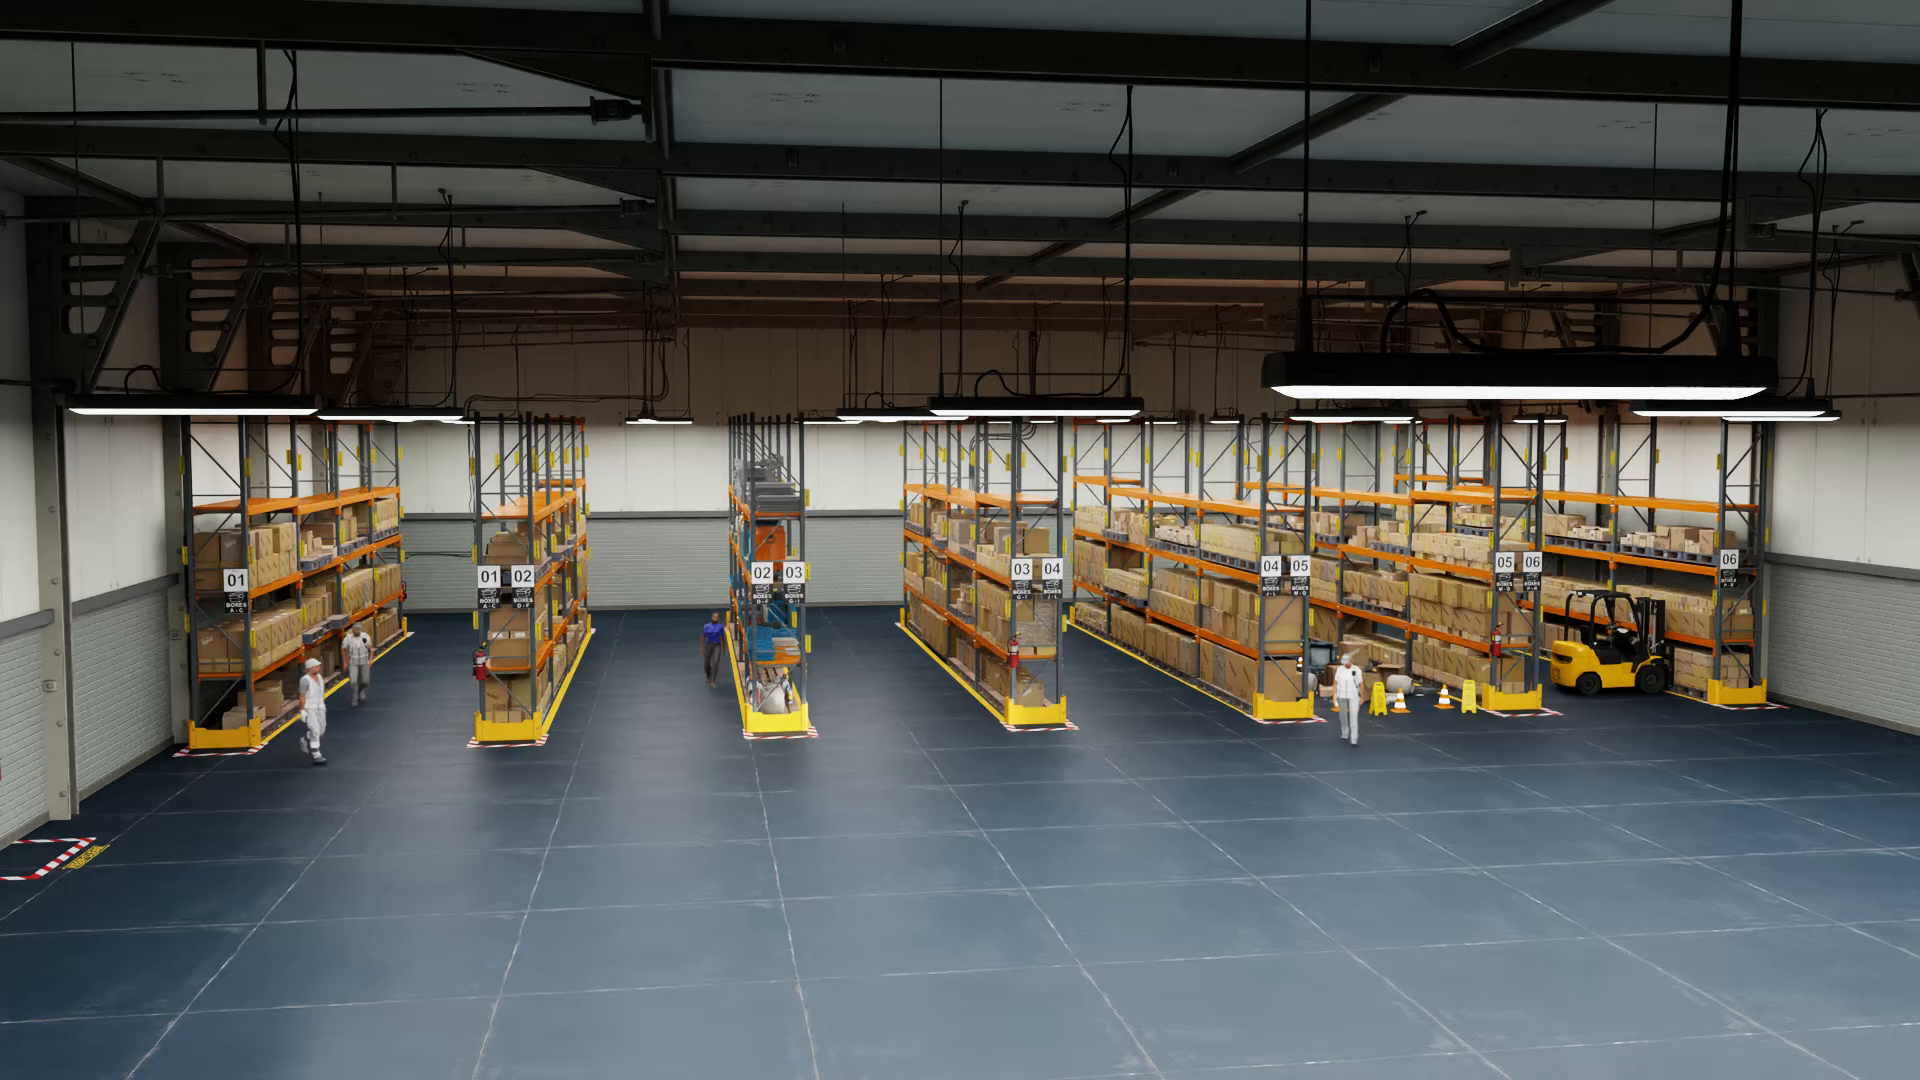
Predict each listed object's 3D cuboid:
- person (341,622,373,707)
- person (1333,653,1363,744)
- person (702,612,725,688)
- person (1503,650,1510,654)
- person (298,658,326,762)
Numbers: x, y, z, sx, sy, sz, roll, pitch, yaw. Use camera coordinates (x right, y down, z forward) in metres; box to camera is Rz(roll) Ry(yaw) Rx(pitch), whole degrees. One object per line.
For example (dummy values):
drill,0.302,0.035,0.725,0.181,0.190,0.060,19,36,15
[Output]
person,-12.455,2.531,34.343,0.624,1.740,0.655,-2,4,-27
person,7.043,2.857,30.189,0.520,1.613,0.896,2,4,25
person,-5.465,2.419,36.871,0.535,1.662,0.738,-1,4,-12
person,12.846,2.234,39.442,0.450,1.730,0.595,-1,4,-16
person,-11.112,2.893,28.443,0.820,1.770,0.541,2,5,31
